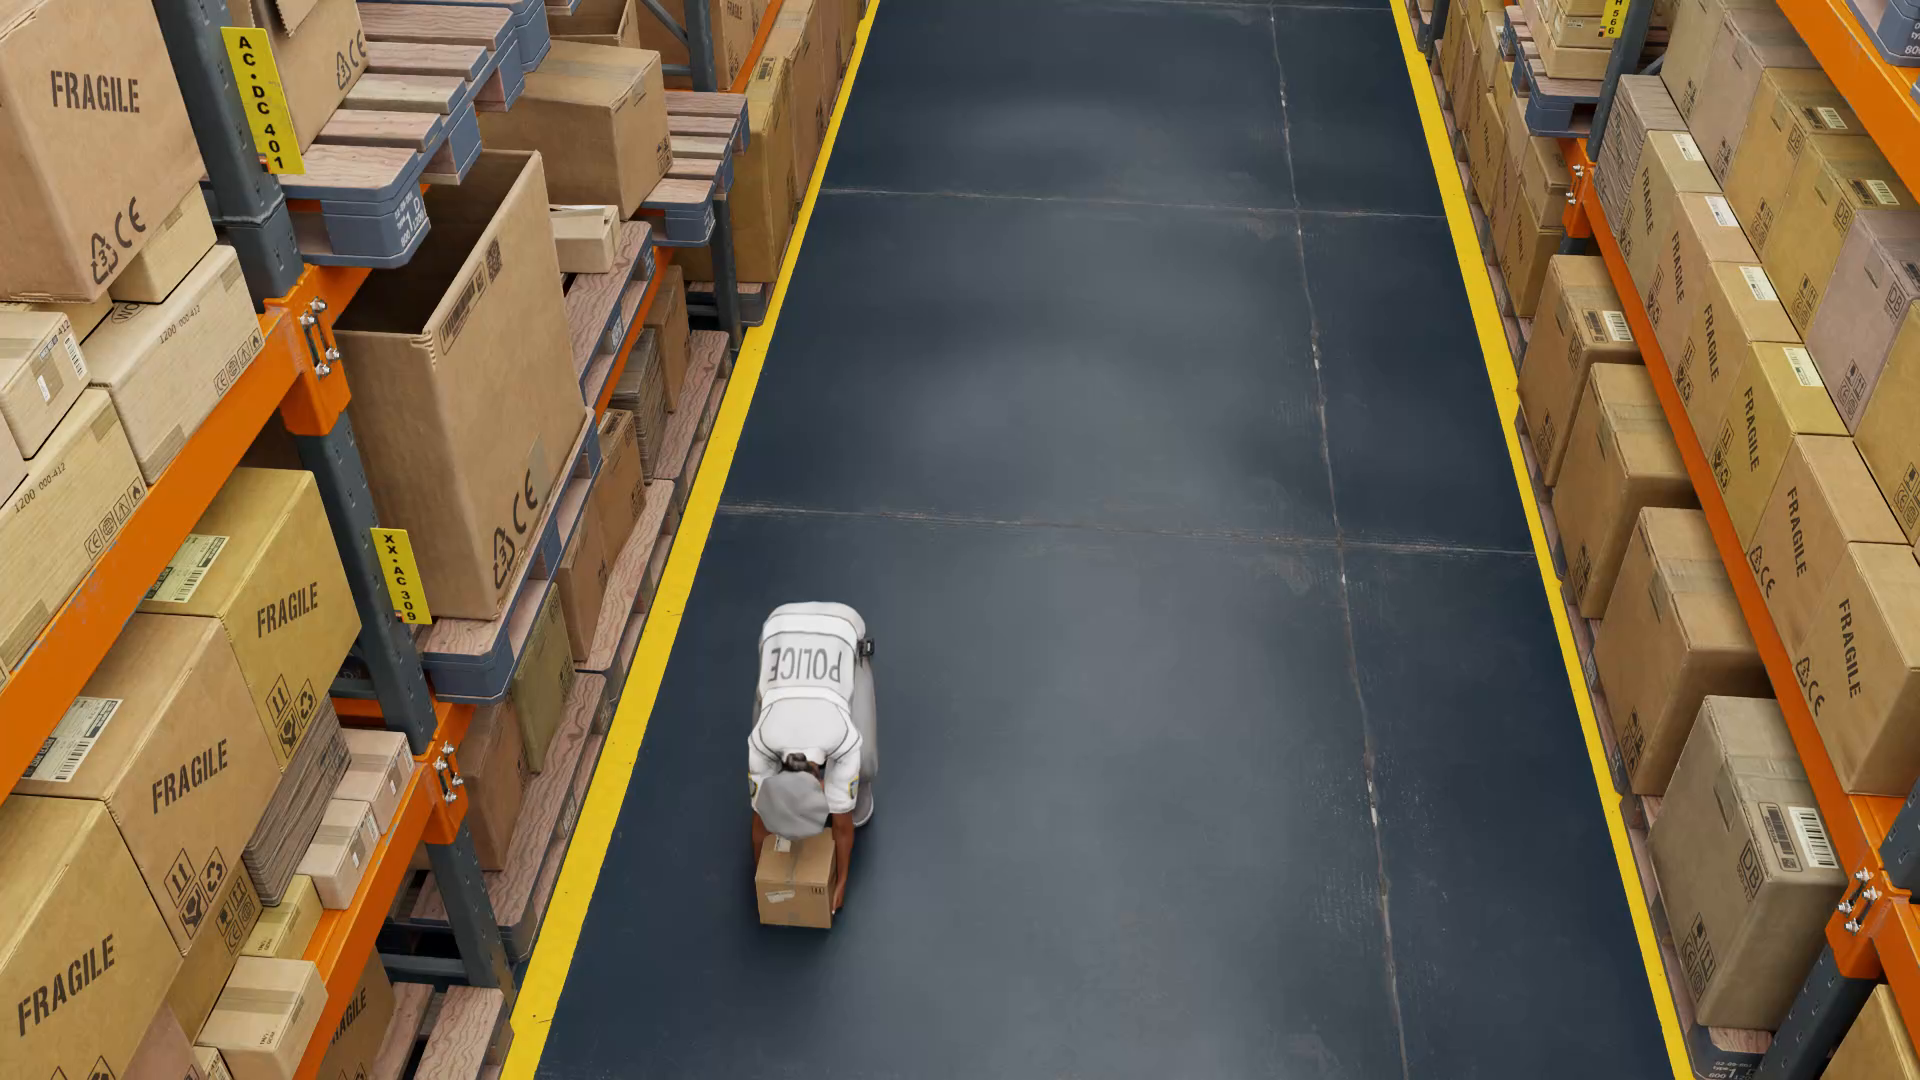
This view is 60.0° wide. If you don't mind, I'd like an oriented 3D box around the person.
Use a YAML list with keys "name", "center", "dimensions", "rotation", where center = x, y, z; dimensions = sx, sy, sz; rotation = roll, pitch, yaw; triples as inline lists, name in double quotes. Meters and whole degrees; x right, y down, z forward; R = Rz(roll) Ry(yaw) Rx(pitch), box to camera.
- name: "person"
  center: [-0.522, 0.771, 5.807]
  dimensions: [0.405, 0.941, 0.794]
  rotation: [1, 40, 2]
